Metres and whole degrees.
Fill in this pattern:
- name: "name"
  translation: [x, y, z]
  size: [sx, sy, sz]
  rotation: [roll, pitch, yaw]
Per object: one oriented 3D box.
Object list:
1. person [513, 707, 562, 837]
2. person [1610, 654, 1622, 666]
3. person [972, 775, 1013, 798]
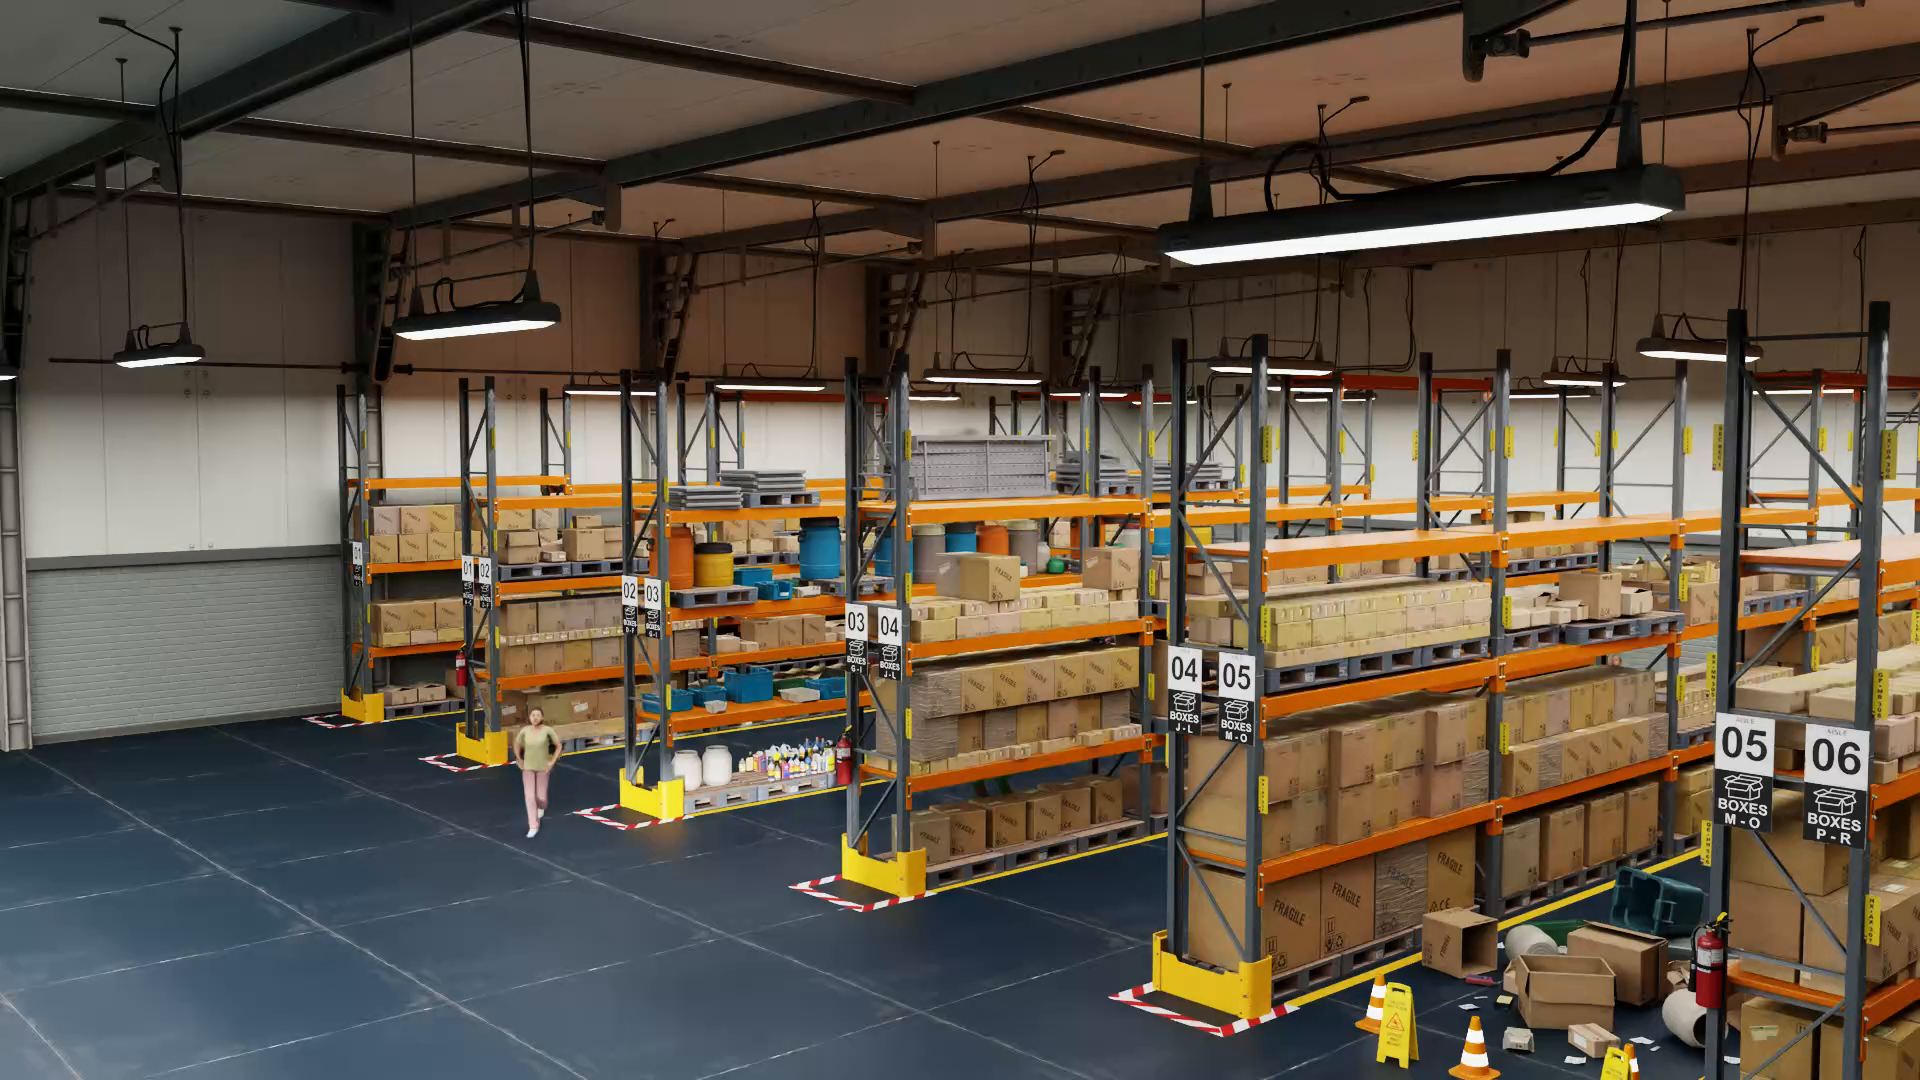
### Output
- name: "person"
  translation: [-5.452, 2.953, 21.479]
  size: [0.609, 1.650, 0.705]
  rotation: [0, 4, -7]
- name: "person"
  translation: [10.493, 2.623, 26.648]
  size: [0.644, 1.590, 0.588]
  rotation: [3, 5, 42]
- name: "person"
  translation: [0.431, 2.831, 21.973]
  size: [0.644, 1.830, 0.752]
  rotation: [4, 5, 43]
